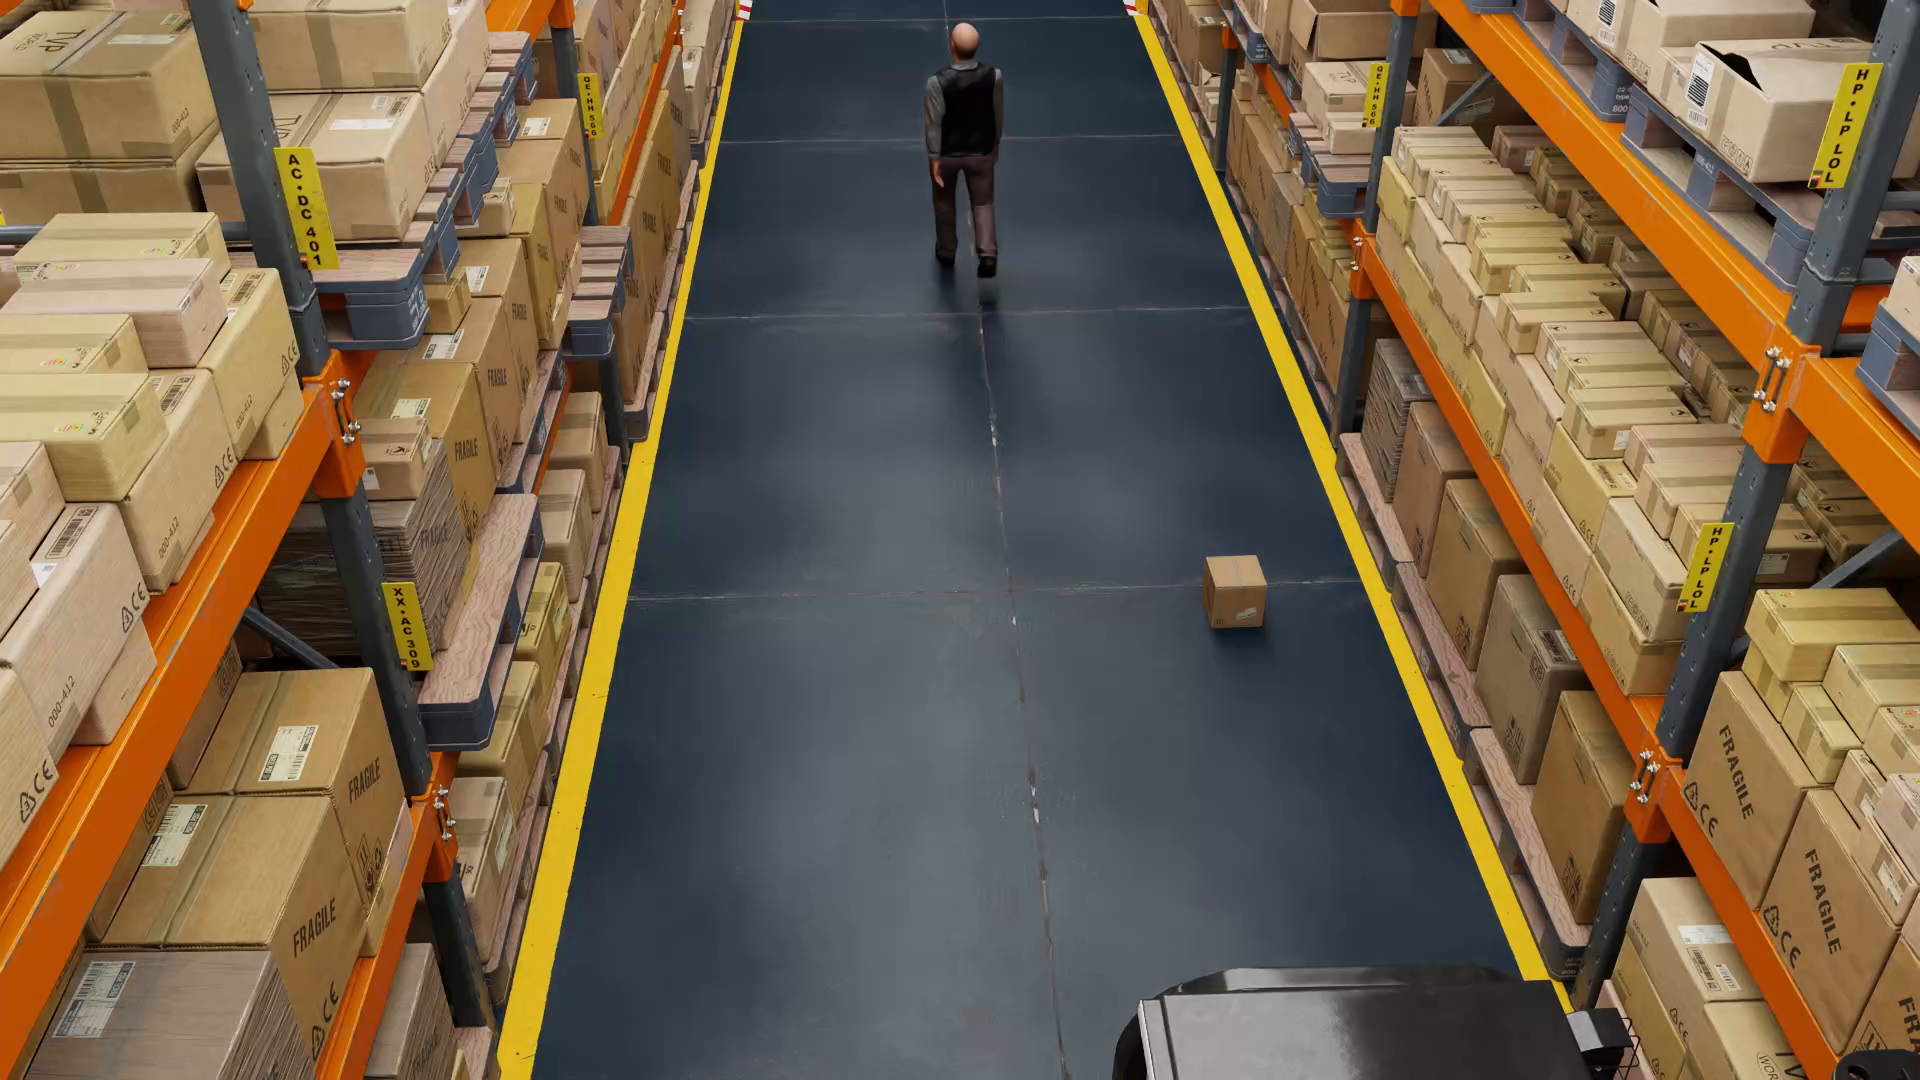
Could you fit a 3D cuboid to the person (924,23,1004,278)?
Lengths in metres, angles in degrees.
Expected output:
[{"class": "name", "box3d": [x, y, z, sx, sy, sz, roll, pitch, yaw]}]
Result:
[{"class": "person", "box3d": [0.035, -2.493, 10.720, 0.505, 1.691, 0.861, -5, 35, -7]}]
